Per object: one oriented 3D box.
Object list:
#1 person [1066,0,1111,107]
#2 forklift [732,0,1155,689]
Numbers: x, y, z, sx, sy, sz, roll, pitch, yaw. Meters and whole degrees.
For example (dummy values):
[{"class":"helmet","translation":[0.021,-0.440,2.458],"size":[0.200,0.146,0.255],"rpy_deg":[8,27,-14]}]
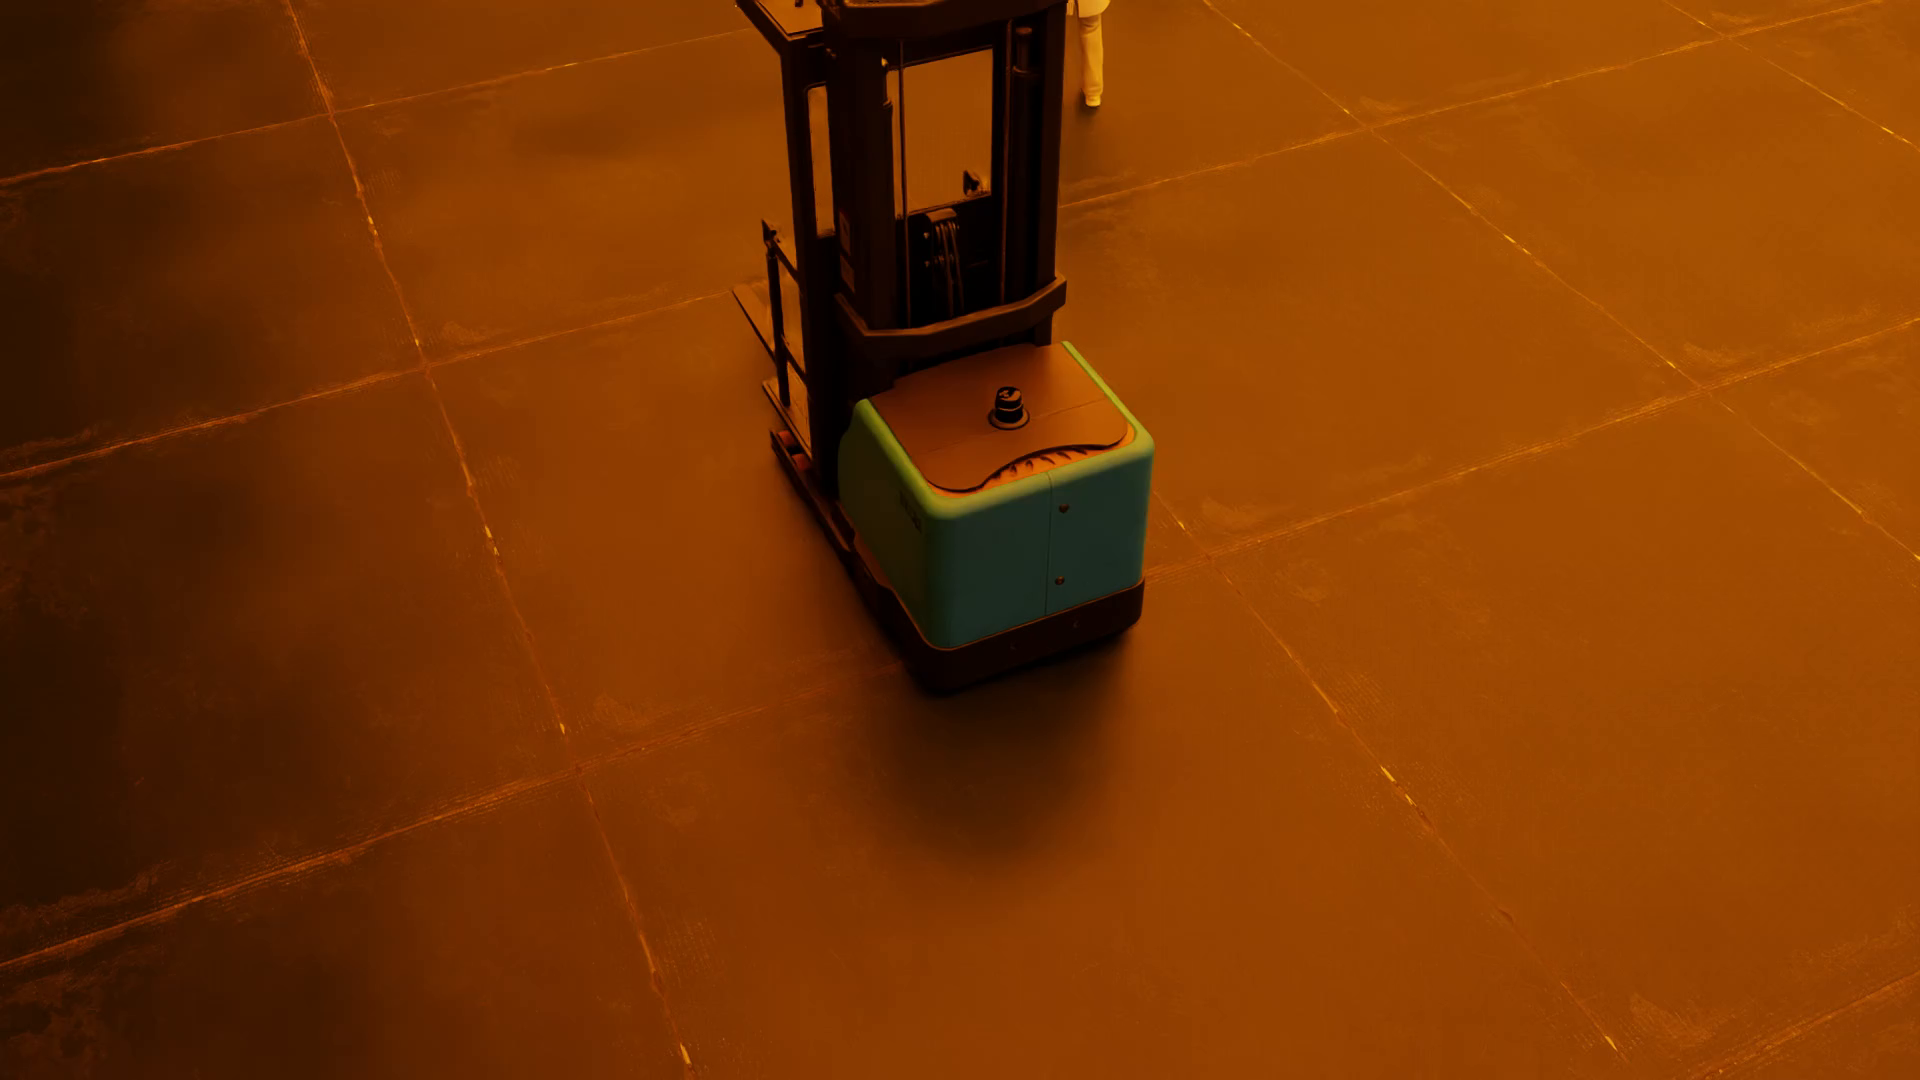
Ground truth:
[{"class":"person","translation":[0.698,-3.558,10.357],"size":[0.681,1.799,0.504],"rpy_deg":[-4,43,-4]},{"class":"forklift","translation":[-0.281,-1.450,7.233],"size":[1.130,2.935,3.031],"rpy_deg":[-18,46,-18]}]
